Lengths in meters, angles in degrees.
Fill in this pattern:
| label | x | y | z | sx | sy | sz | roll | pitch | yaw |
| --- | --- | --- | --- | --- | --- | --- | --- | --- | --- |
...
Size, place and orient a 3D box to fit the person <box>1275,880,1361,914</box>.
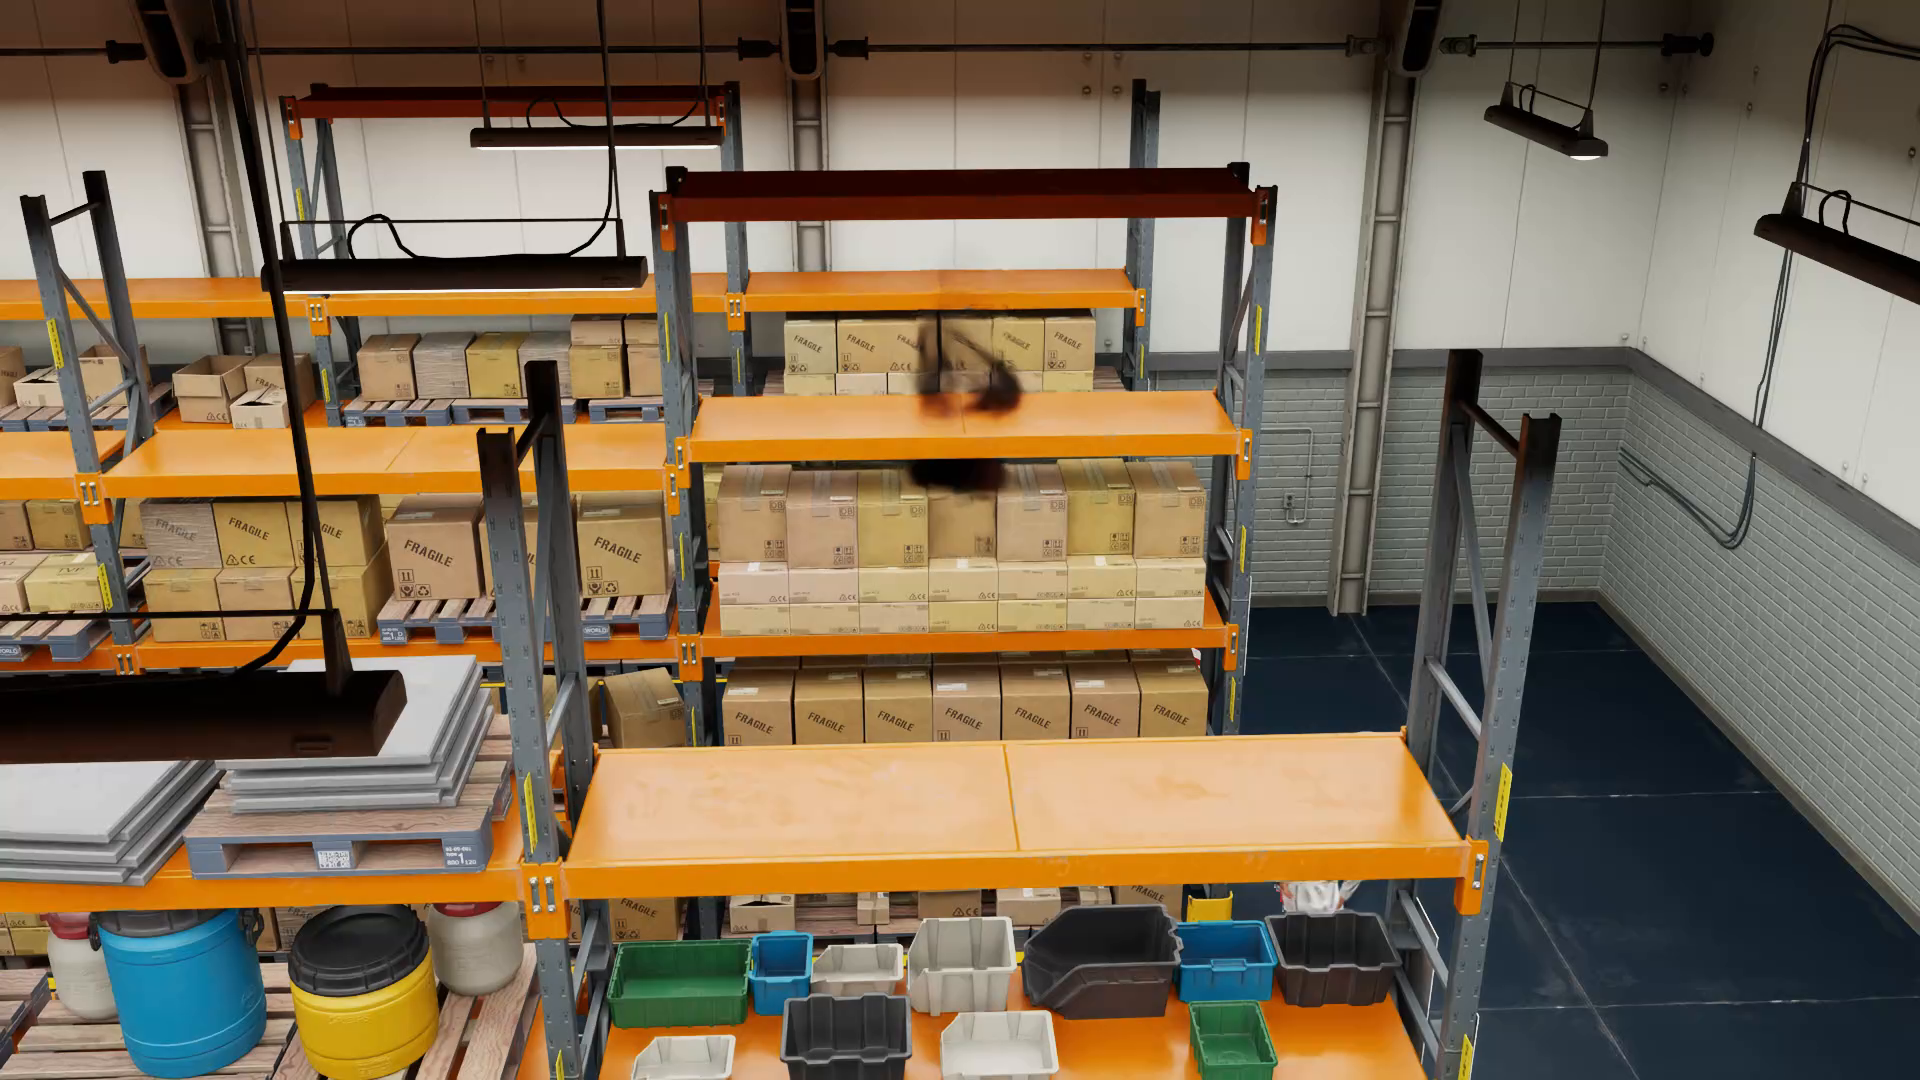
| label | x | y | z | sx | sy | sz | roll | pitch | yaw |
| --- | --- | --- | --- | --- | --- | --- | --- | --- | --- |
| person | 2.610 | 2.723 | 12.200 | 0.712 | 1.800 | 0.709 | -19 | 29 | -38 |
